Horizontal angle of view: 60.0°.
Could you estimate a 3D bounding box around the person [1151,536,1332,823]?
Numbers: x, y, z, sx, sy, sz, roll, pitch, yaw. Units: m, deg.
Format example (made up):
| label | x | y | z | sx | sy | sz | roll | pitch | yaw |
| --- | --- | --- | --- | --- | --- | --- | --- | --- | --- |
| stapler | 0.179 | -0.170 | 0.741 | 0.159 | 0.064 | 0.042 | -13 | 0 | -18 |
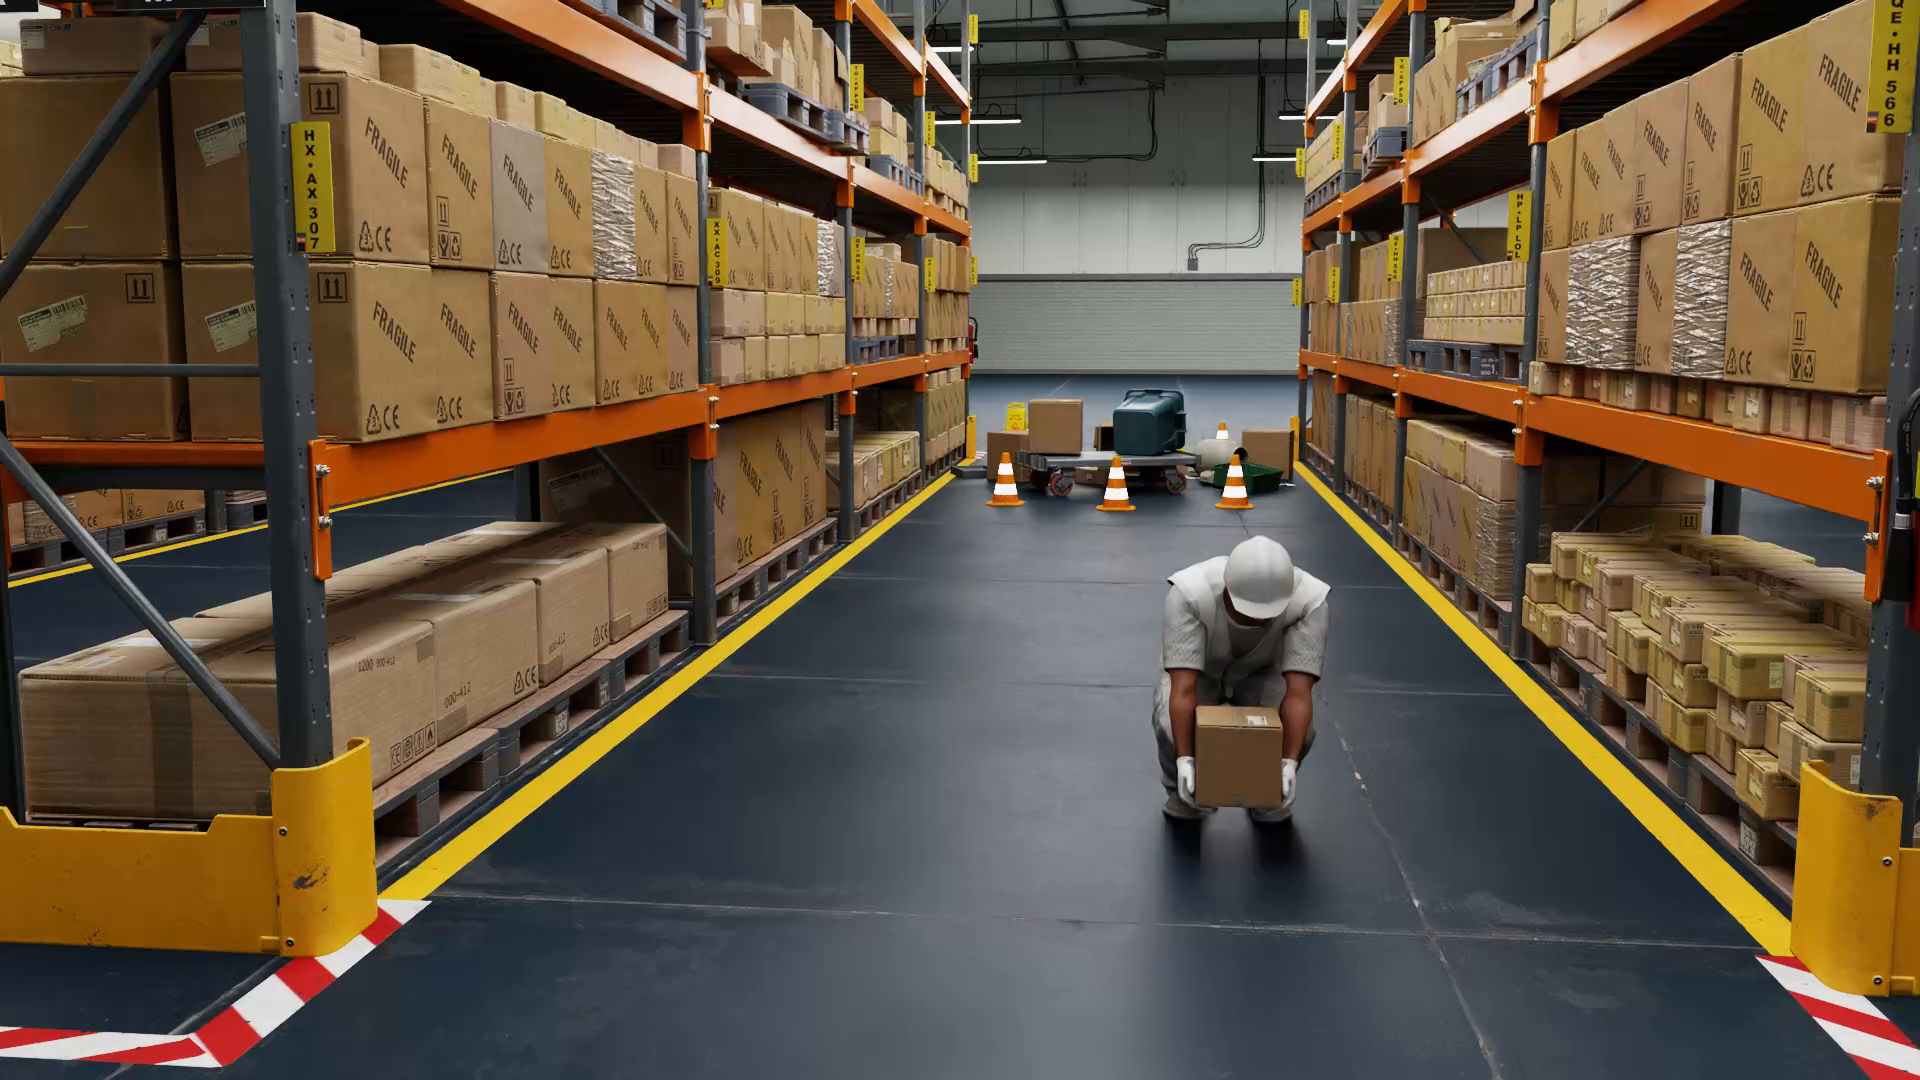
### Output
| label | x | y | z | sx | sy | sz | roll | pitch | yaw |
| --- | --- | --- | --- | --- | --- | --- | --- | --- | --- |
| person | 0.903 | 0.445 | 5.370 | 0.561 | 1.000 | 0.926 | 1 | 8 | 5 |
